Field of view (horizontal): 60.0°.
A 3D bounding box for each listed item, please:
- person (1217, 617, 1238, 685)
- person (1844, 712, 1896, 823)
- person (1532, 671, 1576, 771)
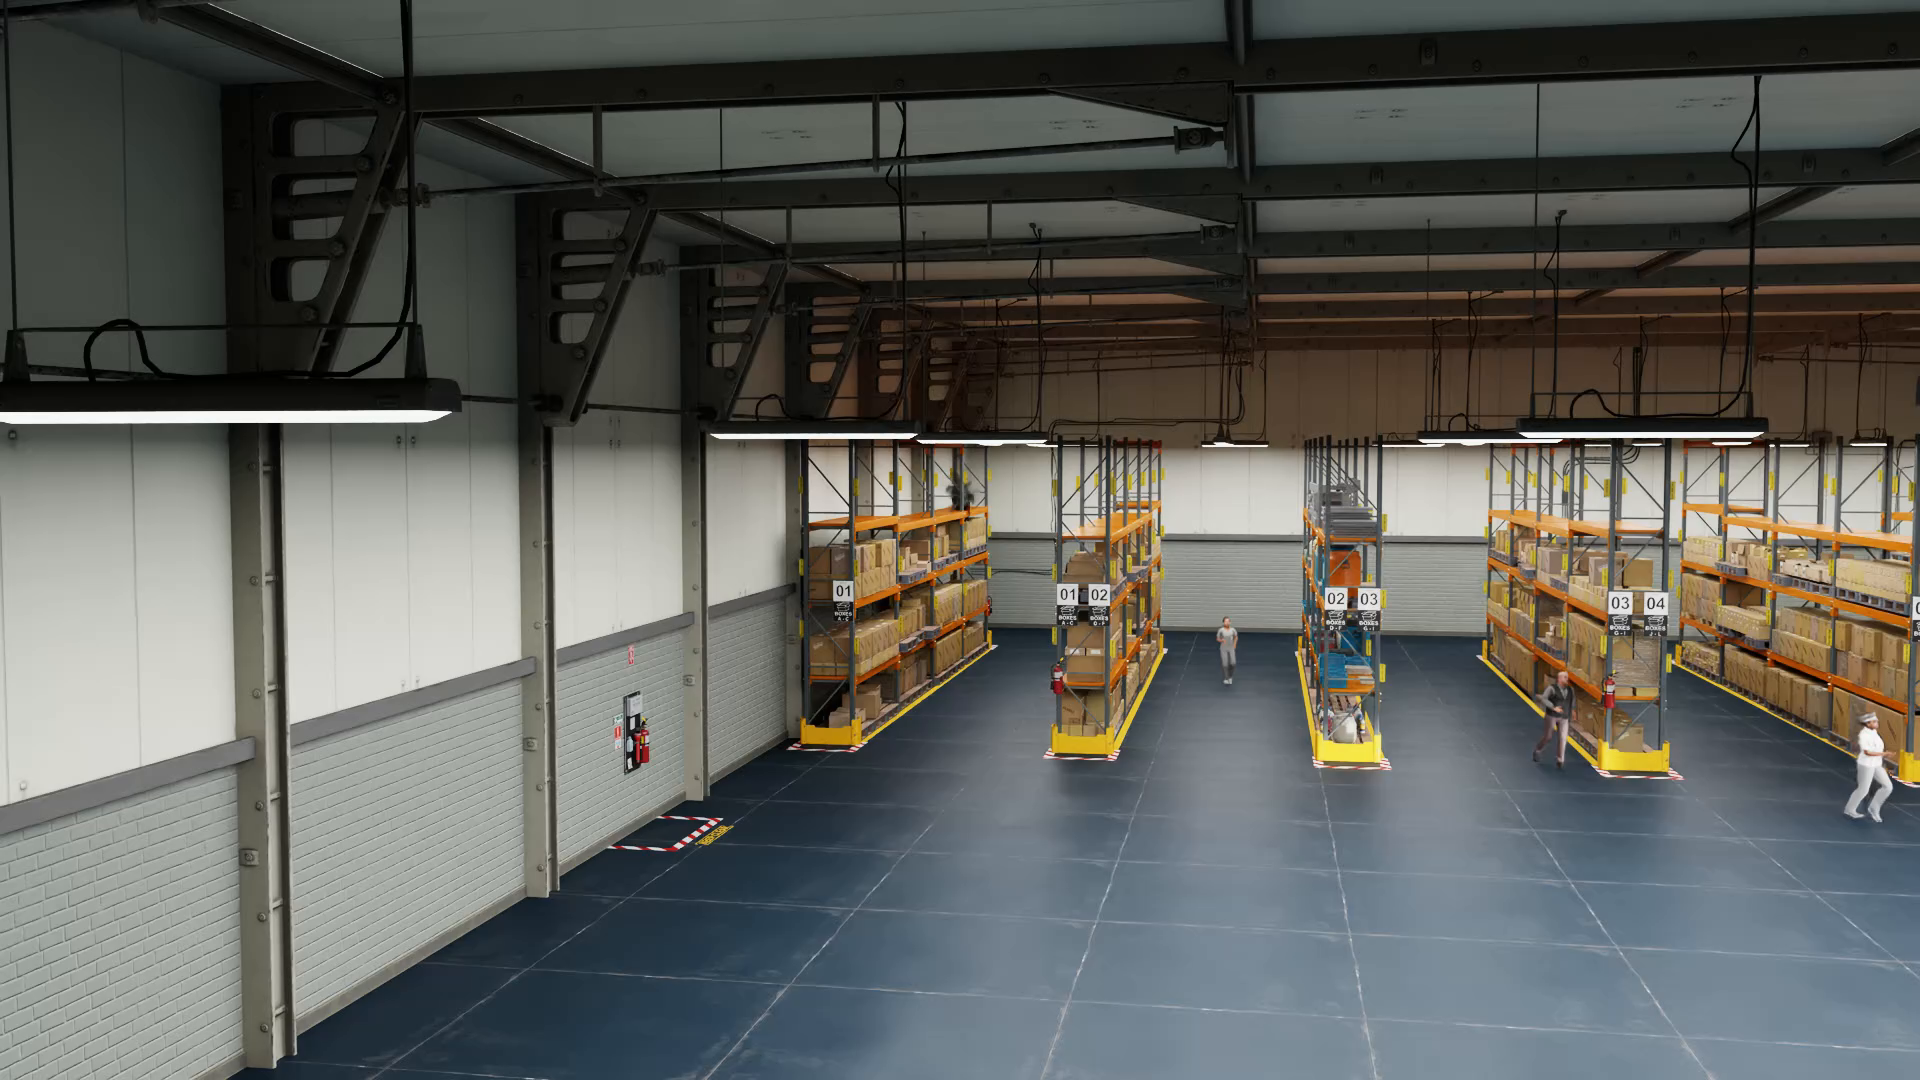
[{"bbox_3d":[6.525,2.704,40.485,0.548,1.656,0.616,0,3,-1],"label":"person"},{"bbox_3d":[14.013,3.496,25.576,0.542,1.726,0.709,-2,4,-38],"label":"person"},{"bbox_3d":[10.830,3.234,30.034,0.727,1.728,0.887,0,3,-6],"label":"person"}]
